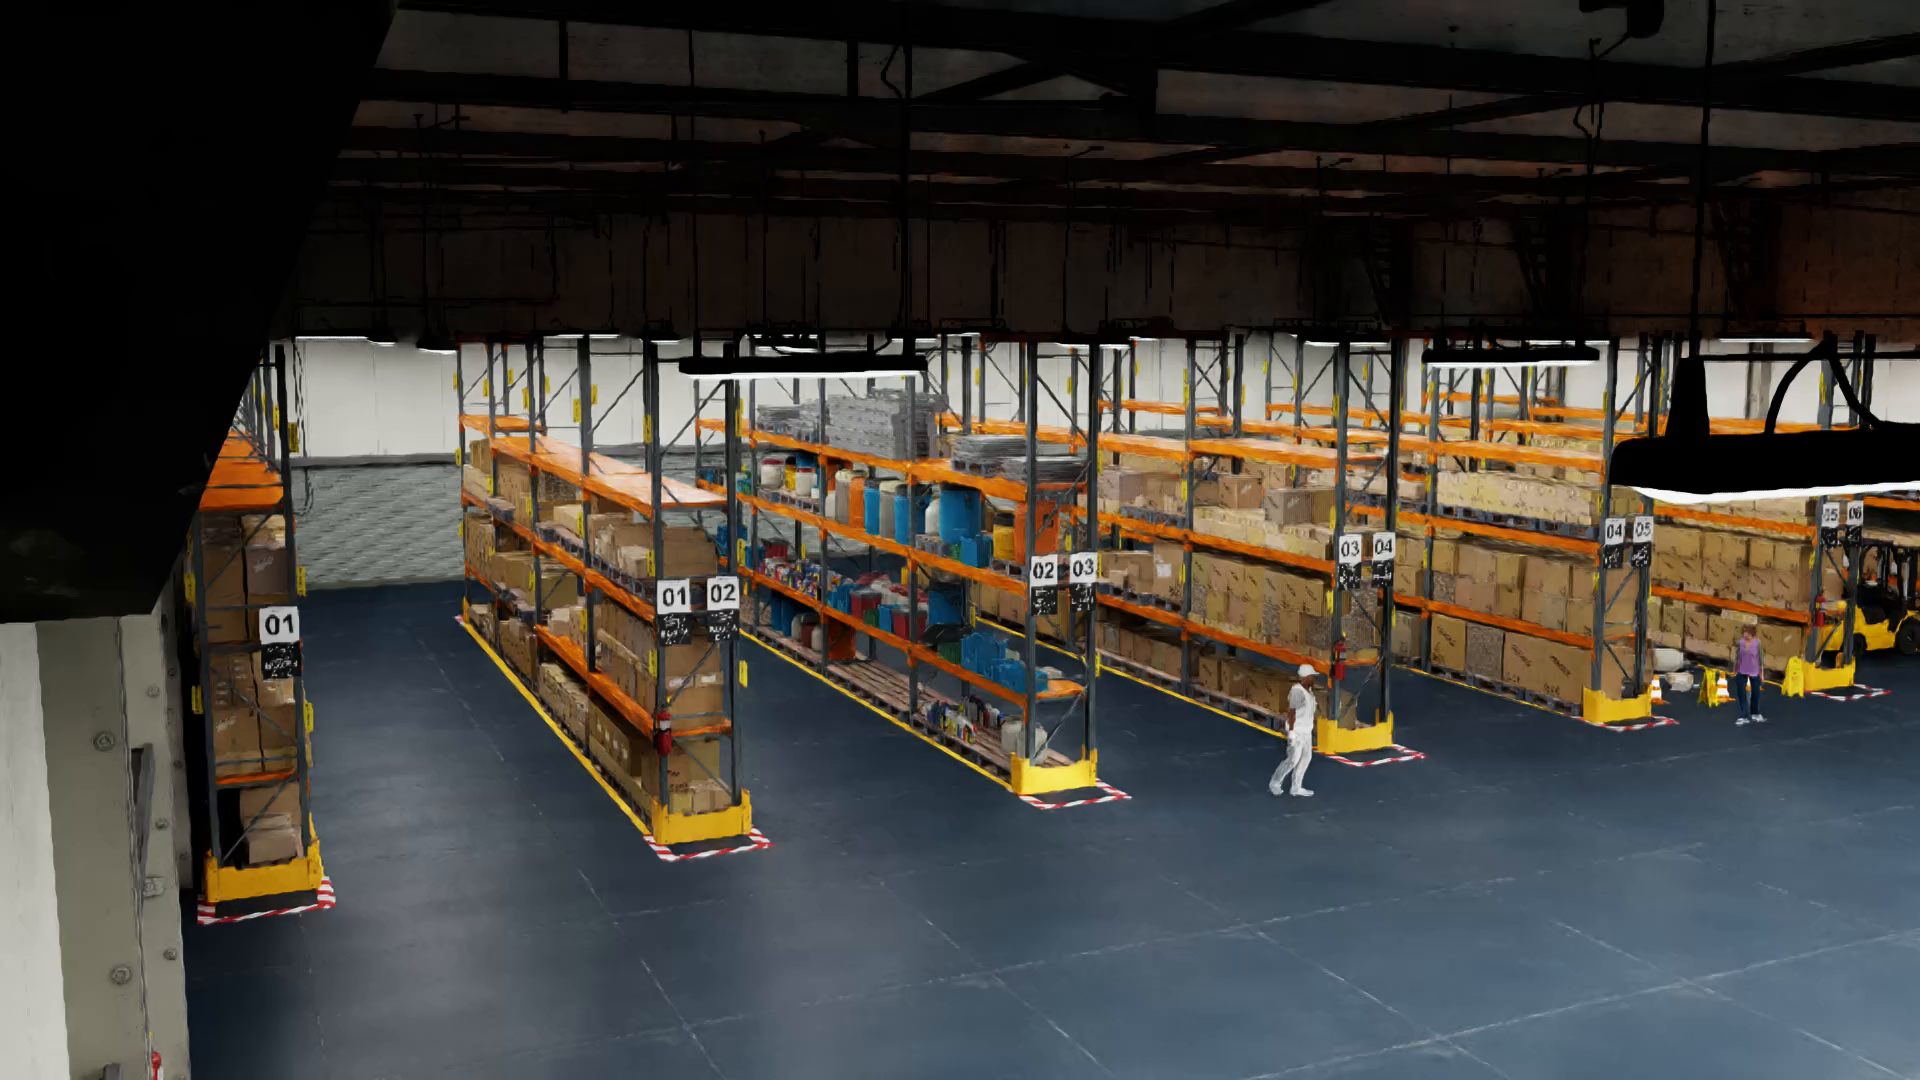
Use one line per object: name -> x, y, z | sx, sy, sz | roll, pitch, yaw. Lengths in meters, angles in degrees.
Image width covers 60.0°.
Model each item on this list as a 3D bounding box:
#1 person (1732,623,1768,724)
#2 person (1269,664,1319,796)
person -> 12.319, 2.071, 25.900 | 0.515, 1.589, 0.491 | 6, 10, 38
person -> 4.413, 2.506, 21.978 | 0.574, 1.772, 0.597 | 4, 9, 30
